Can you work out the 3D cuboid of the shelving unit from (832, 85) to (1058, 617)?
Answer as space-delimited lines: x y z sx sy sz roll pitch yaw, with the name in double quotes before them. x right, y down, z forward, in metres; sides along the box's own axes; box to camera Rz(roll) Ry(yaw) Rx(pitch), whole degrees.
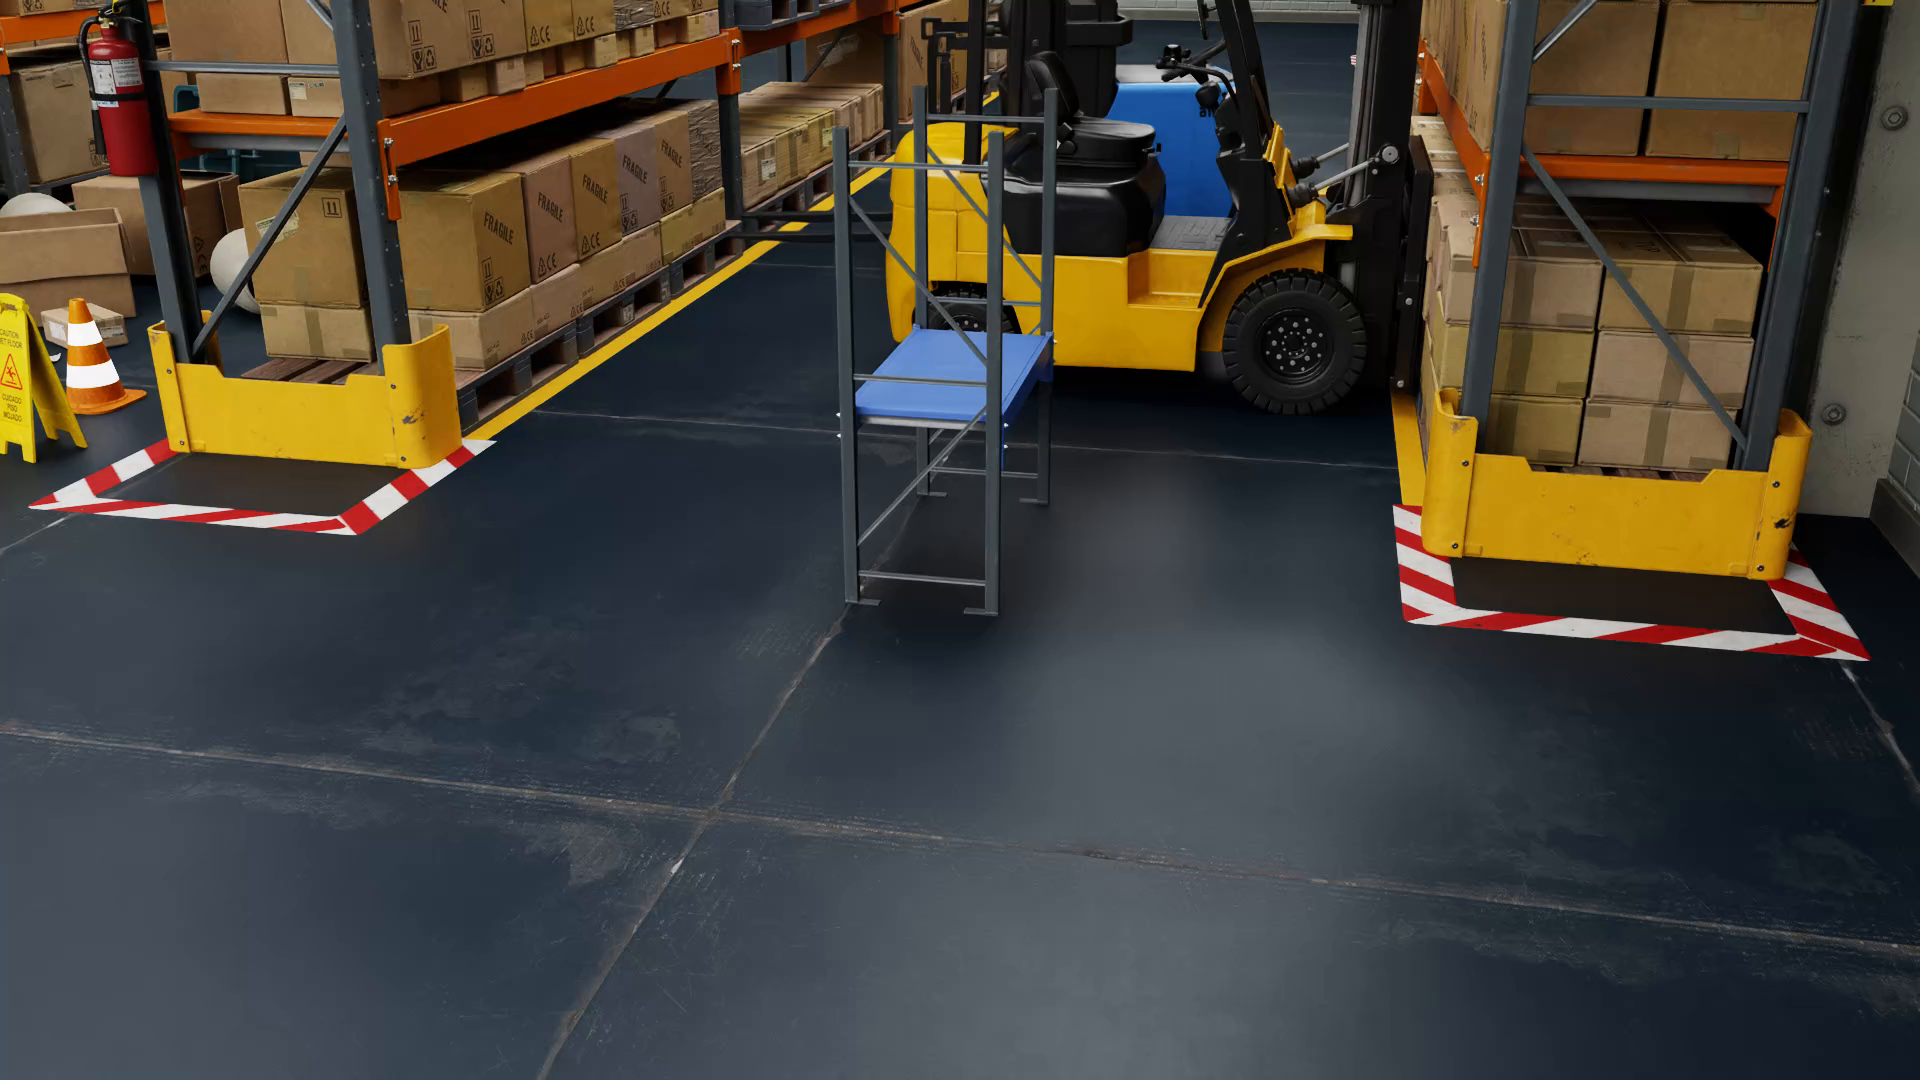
"shelving unit" -0.017 -0.665 5.496 0.538 1.500 1.048 4 22 11

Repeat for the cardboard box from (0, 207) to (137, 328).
"cardboard box" -4.767 -1.423 8.713 0.797 0.503 0.637 -11 25 -26

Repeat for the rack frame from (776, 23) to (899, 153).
"rack frame" -1.015 -4.671 13.437 1.000 3.000 0.127 4 22 11

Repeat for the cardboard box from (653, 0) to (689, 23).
"cardboard box" -1.777 -3.023 8.811 0.500 0.500 0.500 5 23 13

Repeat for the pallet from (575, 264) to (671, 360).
"pallet" -2.180 -1.219 8.598 1.003 0.211 1.213 4 22 11

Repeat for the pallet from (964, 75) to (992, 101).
"pallet" -0.282 -4.553 16.876 1.003 0.211 1.213 4 22 11

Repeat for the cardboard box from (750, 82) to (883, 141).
"cardboard box" -1.140 -3.441 13.339 0.950 0.372 0.625 3 22 7

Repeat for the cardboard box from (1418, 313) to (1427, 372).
"cardboard box" 2.221 -0.847 7.061 0.500 0.250 0.500 5 22 11

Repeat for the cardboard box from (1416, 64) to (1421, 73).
"cardboard box" 3.704 -3.161 12.303 0.875 0.625 0.625 5 23 13

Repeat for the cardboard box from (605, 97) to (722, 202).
"cardboard box" -1.689 -2.239 9.512 0.500 0.500 0.500 4 22 10

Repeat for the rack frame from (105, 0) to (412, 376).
"rack frame" -2.647 -1.746 6.173 1.000 3.000 0.127 4 22 11

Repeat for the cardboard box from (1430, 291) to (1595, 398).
"cardboard box" 2.006 -0.722 6.080 0.500 0.250 0.500 4 22 10

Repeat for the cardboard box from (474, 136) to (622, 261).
"cardboard box" -1.995 -1.670 8.099 0.500 0.500 0.500 5 22 12

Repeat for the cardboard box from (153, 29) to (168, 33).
"cardboard box" -6.094 -3.947 14.088 1.050 0.750 0.750 4 22 10

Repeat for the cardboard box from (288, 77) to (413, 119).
"cardboard box" -2.375 -1.738 6.489 0.380 0.149 0.250 5 22 11

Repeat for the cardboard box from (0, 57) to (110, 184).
"cardboard box" -6.659 -2.934 11.573 1.050 0.750 0.750 4 22 11

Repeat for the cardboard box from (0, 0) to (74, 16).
"cardboard box" -6.327 -3.767 11.058 0.500 0.500 0.500 5 22 12

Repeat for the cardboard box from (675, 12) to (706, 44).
"cardboard box" -1.642 -2.859 9.275 0.380 0.149 0.250 5 22 12

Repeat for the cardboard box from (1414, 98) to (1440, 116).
"cardboard box" 3.290 -2.400 10.413 0.875 0.625 0.625 4 22 10

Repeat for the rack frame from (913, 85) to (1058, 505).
"rack frame" 0.086 -0.850 5.958 0.500 1.500 0.032 4 22 11

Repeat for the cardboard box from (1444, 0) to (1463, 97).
"cardboard box" 2.367 -2.176 7.108 0.500 0.500 0.500 5 22 11

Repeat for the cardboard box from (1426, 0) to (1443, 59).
"cardboard box" 2.683 -2.735 8.497 0.500 0.500 0.500 4 22 9

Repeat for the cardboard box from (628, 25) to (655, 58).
"cardboard box" -1.802 -2.579 8.579 0.380 0.149 0.250 4 22 10

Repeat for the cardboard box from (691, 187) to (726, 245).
"cardboard box" -1.689 -1.891 9.652 0.500 0.250 0.500 5 23 13

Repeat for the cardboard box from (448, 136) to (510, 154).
"cardboard box" -2.526 -1.701 8.176 0.500 0.500 0.500 4 22 10

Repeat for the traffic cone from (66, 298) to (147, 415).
"traffic cone" -3.822 -0.824 7.281 0.336 0.463 0.334 4 22 11

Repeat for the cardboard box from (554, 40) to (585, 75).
"cardboard box" -2.010 -2.304 7.895 0.380 0.149 0.250 4 22 9

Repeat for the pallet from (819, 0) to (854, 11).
"pallet" -1.379 -3.855 11.668 1.003 0.211 1.213 4 22 11

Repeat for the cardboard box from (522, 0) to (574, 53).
"cardboard box" -2.074 -2.458 7.410 0.500 0.500 0.500 4 22 10

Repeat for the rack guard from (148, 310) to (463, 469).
"rack guard" -2.632 -0.614 6.709 1.175 0.500 0.348 4 22 11

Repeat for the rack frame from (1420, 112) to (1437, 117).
"rack frame" 3.029 -2.831 8.869 1.000 3.000 0.127 4 22 11

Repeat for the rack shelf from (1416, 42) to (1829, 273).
"rack shelf" 2.621 -1.766 7.187 1.077 0.370 4.000 4 22 11

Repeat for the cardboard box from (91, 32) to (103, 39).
"cardboard box" -10.011 -5.863 18.679 1.225 0.875 0.875 5 22 11

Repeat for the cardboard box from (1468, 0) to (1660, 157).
"cardboard box" 2.056 -1.615 5.714 0.500 0.500 0.500 4 22 10

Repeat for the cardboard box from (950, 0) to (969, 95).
"cardboard box" -0.424 -4.780 15.988 0.875 0.875 0.875 5 22 12

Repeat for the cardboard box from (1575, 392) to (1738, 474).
"cardboard box" 2.504 -0.453 6.081 0.500 0.250 0.500 5 22 11

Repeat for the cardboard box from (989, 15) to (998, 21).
"cardboard box" 0.217 -5.689 18.833 0.875 0.438 0.875 4 22 9

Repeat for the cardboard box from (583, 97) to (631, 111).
"cardboard box" -2.216 -2.280 9.615 0.500 0.500 0.500 6 23 13

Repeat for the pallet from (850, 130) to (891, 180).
"pallet" -1.176 -3.092 13.249 1.003 0.211 1.213 4 22 11

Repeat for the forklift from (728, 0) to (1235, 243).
"forklift" 0.137 -3.083 9.585 3.031 2.935 1.130 -2 22 -5

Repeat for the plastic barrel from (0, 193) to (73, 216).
"plastic barrel" -5.427 -1.822 9.811 0.421 0.421 0.512 -16 27 -35

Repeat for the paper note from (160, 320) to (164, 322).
"paper note" -4.083 -1.160 8.708 0.148 0.019 0.142 13 25 29

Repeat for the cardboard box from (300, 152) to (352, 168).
"cardboard box" -2.730 -1.766 7.470 0.380 0.149 0.250 5 22 12

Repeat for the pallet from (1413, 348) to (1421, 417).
"pallet" 2.579 -0.803 7.564 1.003 0.211 1.213 4 22 11

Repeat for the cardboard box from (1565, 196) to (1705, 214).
"cardboard box" 2.707 -1.278 6.792 0.500 0.250 0.500 4 22 11

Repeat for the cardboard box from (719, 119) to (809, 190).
"cardboard box" -1.583 -2.640 11.348 0.950 0.372 0.625 6 23 14

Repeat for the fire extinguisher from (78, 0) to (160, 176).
"fire extinguisher" -3.122 -1.703 6.170 0.296 0.674 0.183 4 22 11

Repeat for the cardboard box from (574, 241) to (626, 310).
"cardboard box" -2.001 -1.326 8.248 0.500 0.250 0.500 6 23 15

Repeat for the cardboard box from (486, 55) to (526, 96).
"cardboard box" -2.107 -2.011 7.168 0.380 0.149 0.250 5 22 12

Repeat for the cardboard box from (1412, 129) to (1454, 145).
"cardboard box" 2.509 -1.875 8.275 0.500 0.250 0.500 4 22 11

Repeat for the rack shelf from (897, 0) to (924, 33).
"rack shelf" -0.607 -5.069 15.388 1.077 0.370 4.000 4 22 11

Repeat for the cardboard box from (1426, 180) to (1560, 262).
"cardboard box" 2.193 -1.316 6.887 0.500 0.250 0.500 5 22 12
